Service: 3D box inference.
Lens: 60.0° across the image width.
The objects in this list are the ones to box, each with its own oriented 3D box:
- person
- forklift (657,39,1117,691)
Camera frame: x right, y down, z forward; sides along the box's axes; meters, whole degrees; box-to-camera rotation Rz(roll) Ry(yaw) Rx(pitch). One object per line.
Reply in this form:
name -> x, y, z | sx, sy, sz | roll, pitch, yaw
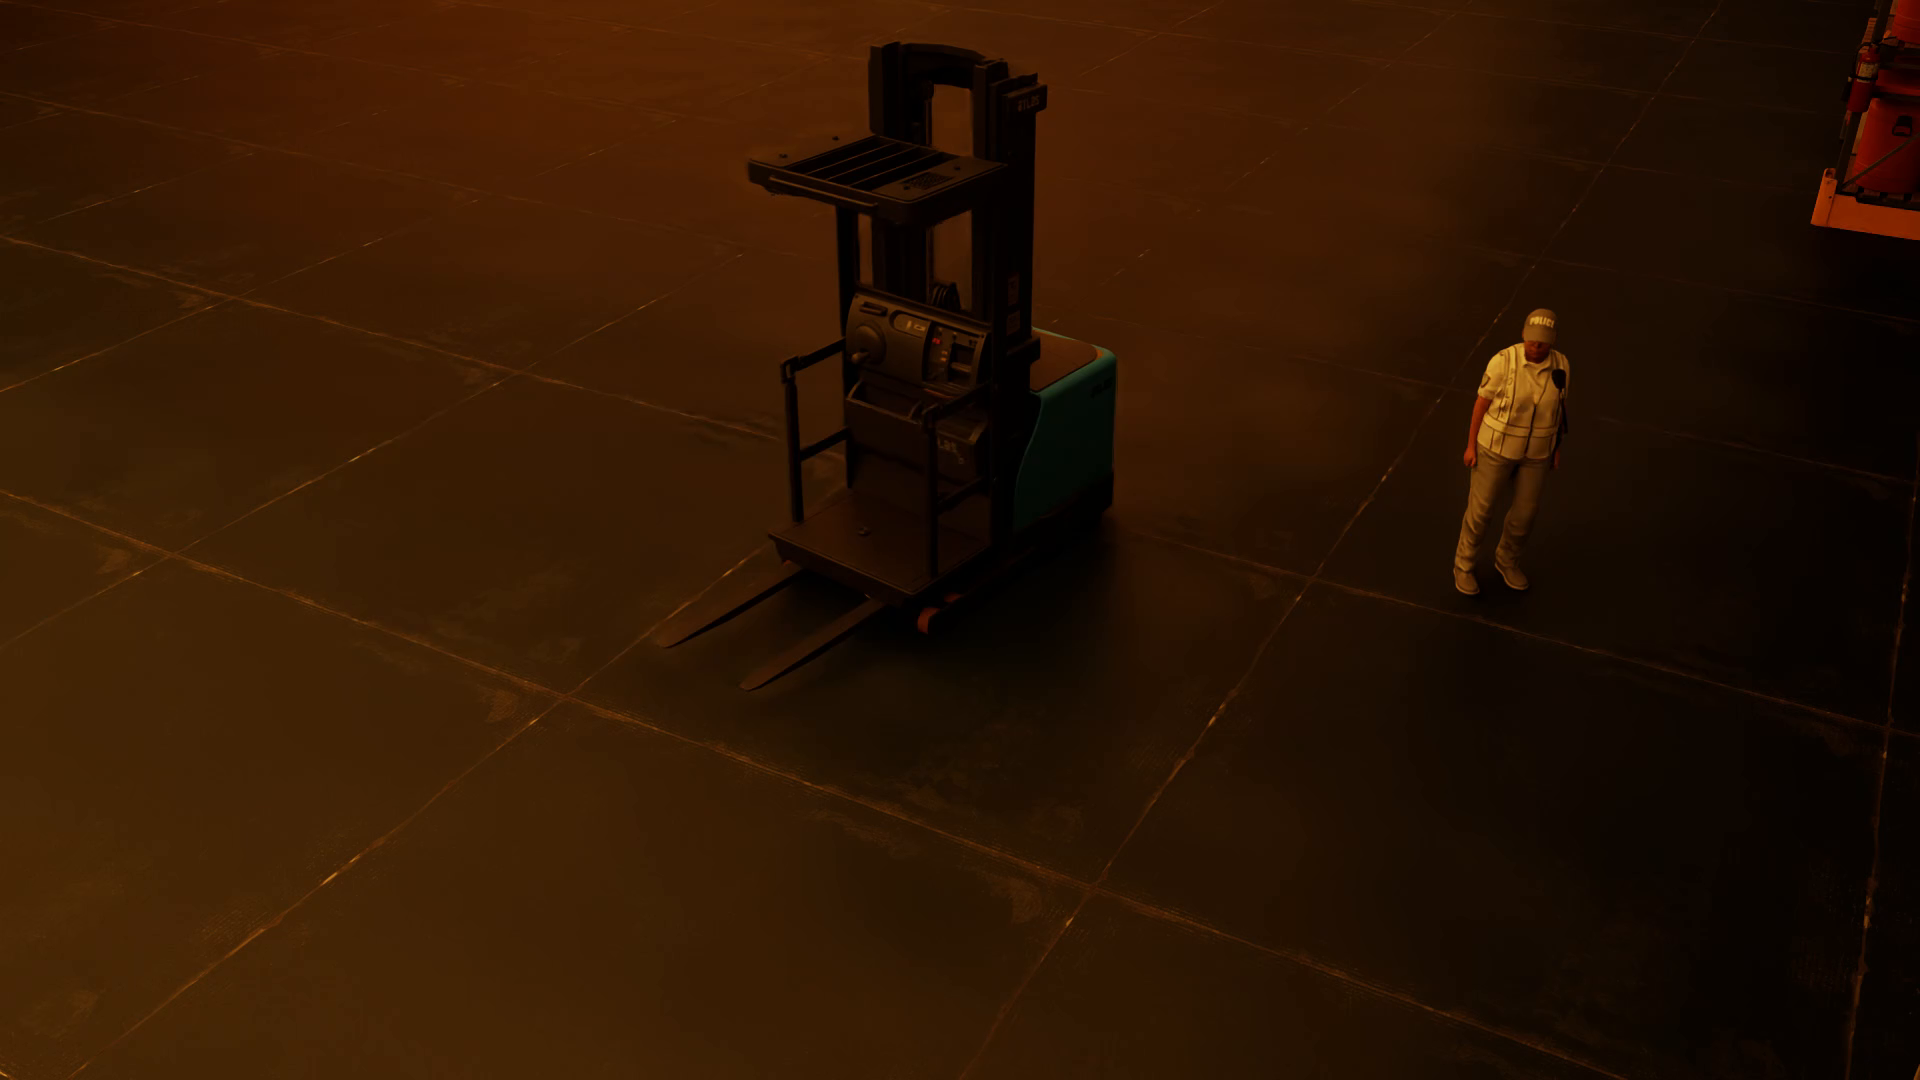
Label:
person -> 3.066, -0.494, 9.198 | 0.536, 1.667, 0.396 | -1, 30, -1
forklift -> -0.372, -1.023, 8.842 | 1.130, 2.935, 3.031 | 22, 36, 33
